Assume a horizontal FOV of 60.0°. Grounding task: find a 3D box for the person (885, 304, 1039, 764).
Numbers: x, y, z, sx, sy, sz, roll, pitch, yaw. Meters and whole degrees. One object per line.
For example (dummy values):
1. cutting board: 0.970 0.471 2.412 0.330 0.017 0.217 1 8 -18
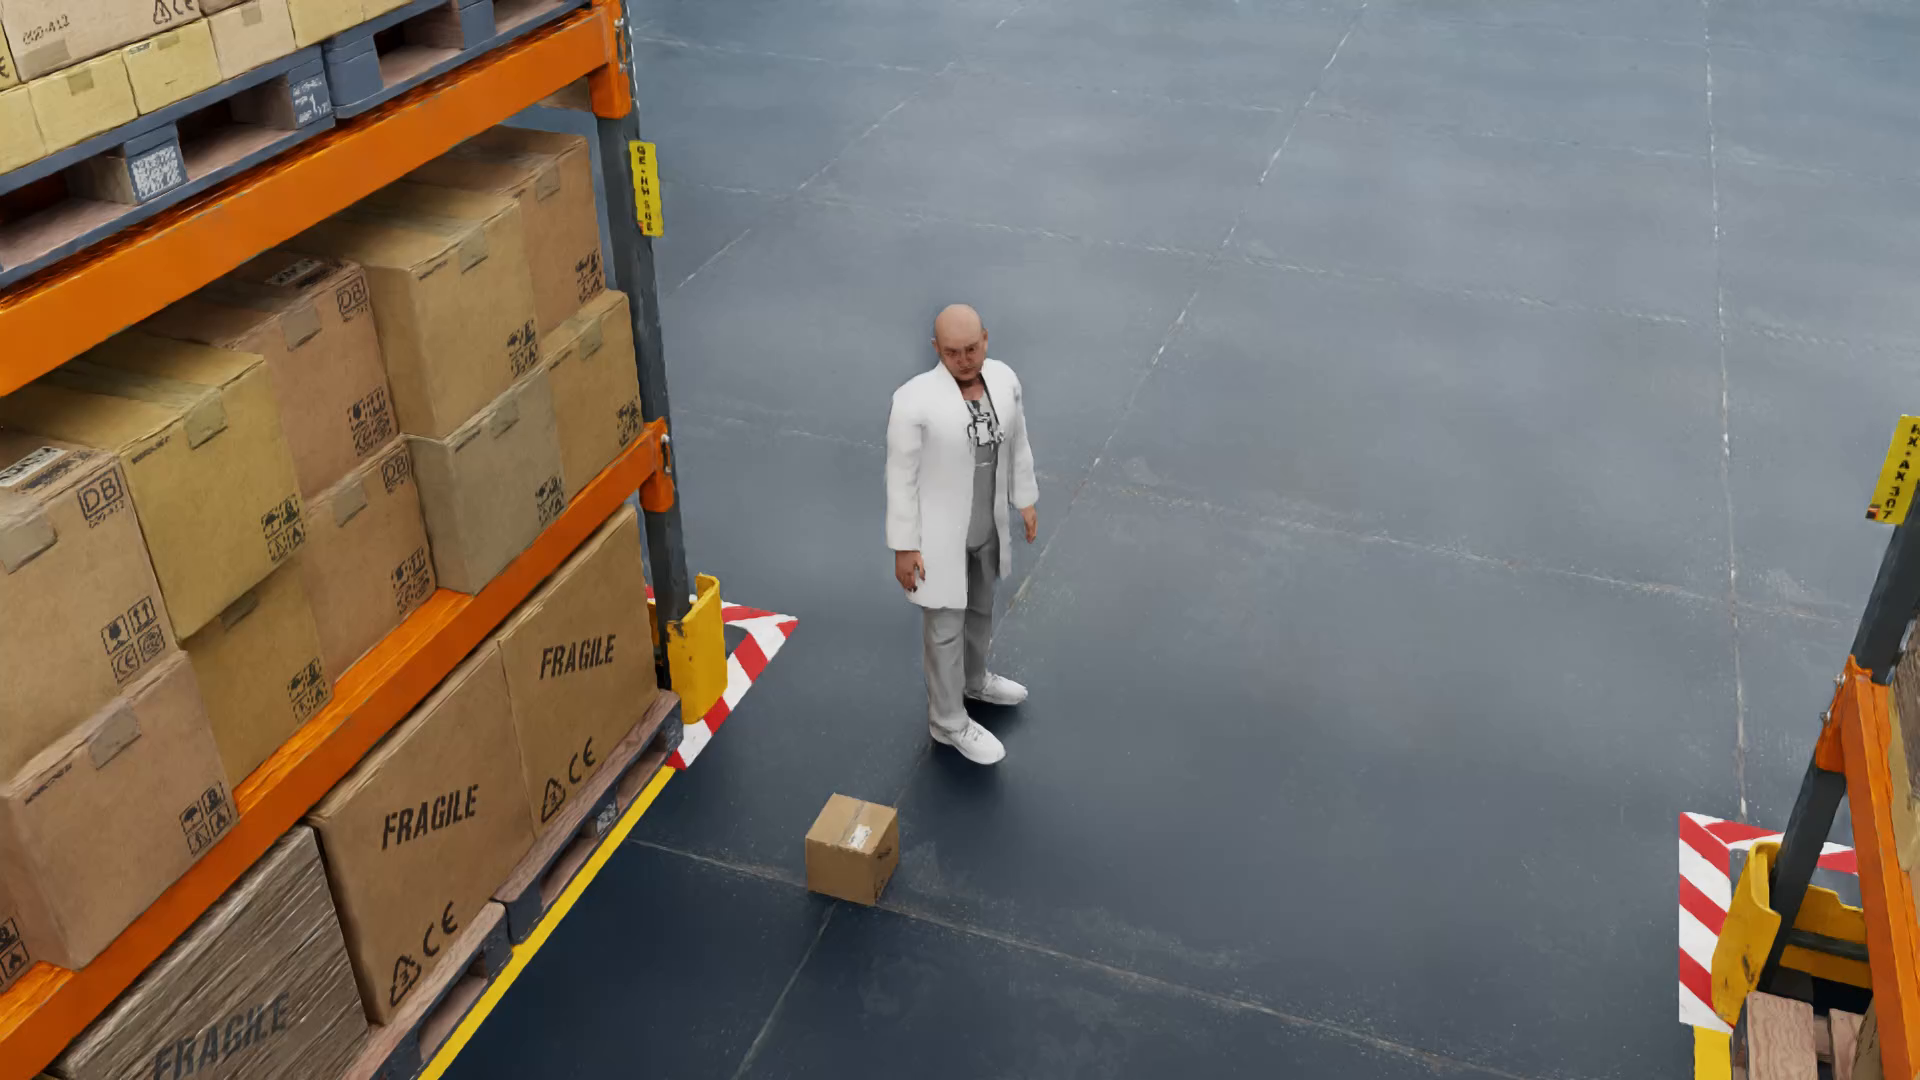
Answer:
1. person: 0.068 -0.021 6.136 0.686 1.783 0.566 -25 40 -33
